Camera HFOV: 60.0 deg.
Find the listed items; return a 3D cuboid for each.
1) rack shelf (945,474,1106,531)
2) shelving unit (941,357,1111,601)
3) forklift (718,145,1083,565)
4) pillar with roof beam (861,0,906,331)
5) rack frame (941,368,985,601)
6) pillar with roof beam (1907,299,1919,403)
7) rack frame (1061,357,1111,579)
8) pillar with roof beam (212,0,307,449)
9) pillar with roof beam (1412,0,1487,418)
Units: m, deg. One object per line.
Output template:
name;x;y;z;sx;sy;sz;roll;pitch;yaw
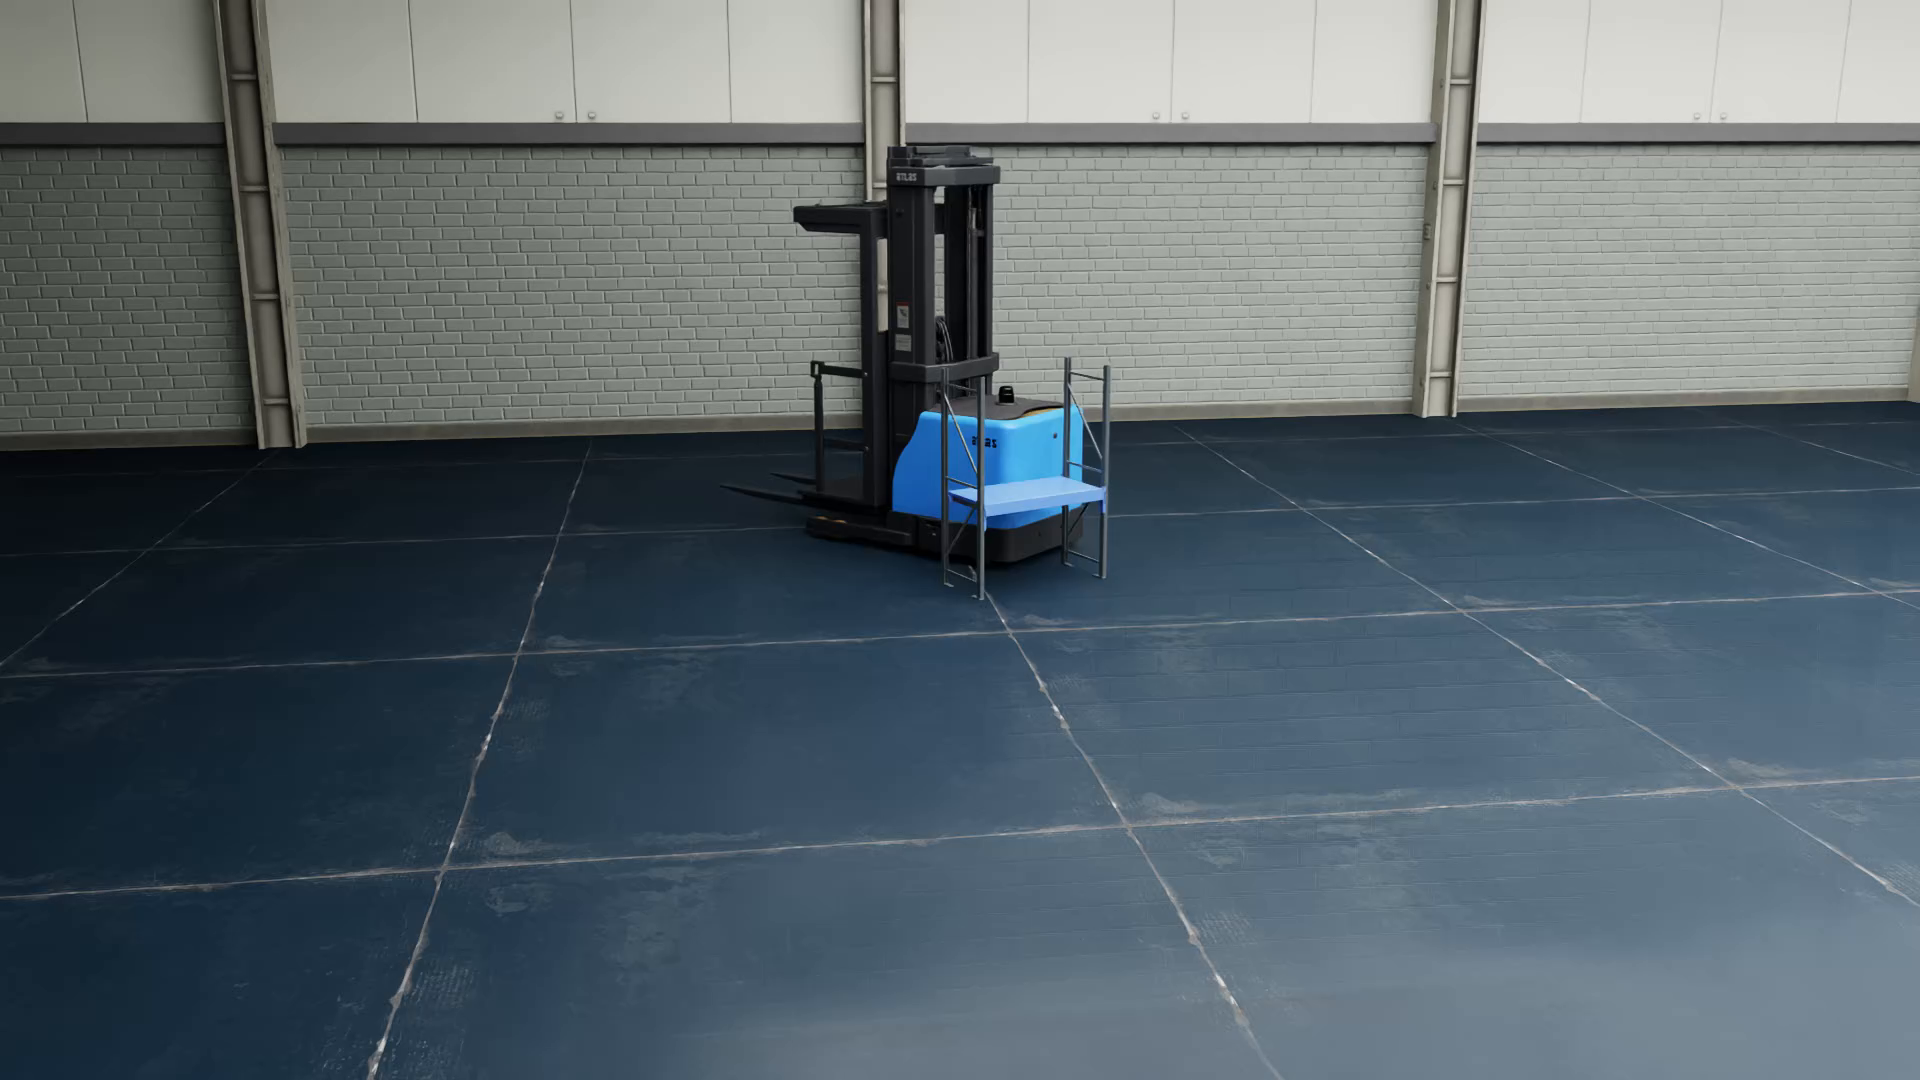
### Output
rack shelf;0.448;-0.267;11.441;1.000;0.185;0.538;-9;17;-31
shelving unit;0.448;-0.441;11.397;1.048;1.500;0.538;-9;17;-31
forklift;-0.563;-1.504;12.692;3.031;2.935;1.130;10;17;35
pillar with roof beam;-0.116;-4.479;12.084;0.400;9.000;9.100;-2;14;-8
rack frame;0.017;-0.376;11.136;0.032;1.500;0.500;-9;17;-31
pillar with roof beam;11.751;-4.914;13.818;0.400;9.000;9.100;-2;14;-8
rack frame;0.879;-0.507;11.659;0.032;1.500;0.500;-9;17;-31
pillar with roof beam;-6.049;-4.262;11.217;0.400;9.000;9.100;-2;14;-8
pillar with roof beam;5.817;-4.697;12.951;0.400;9.000;9.100;-2;14;-8
